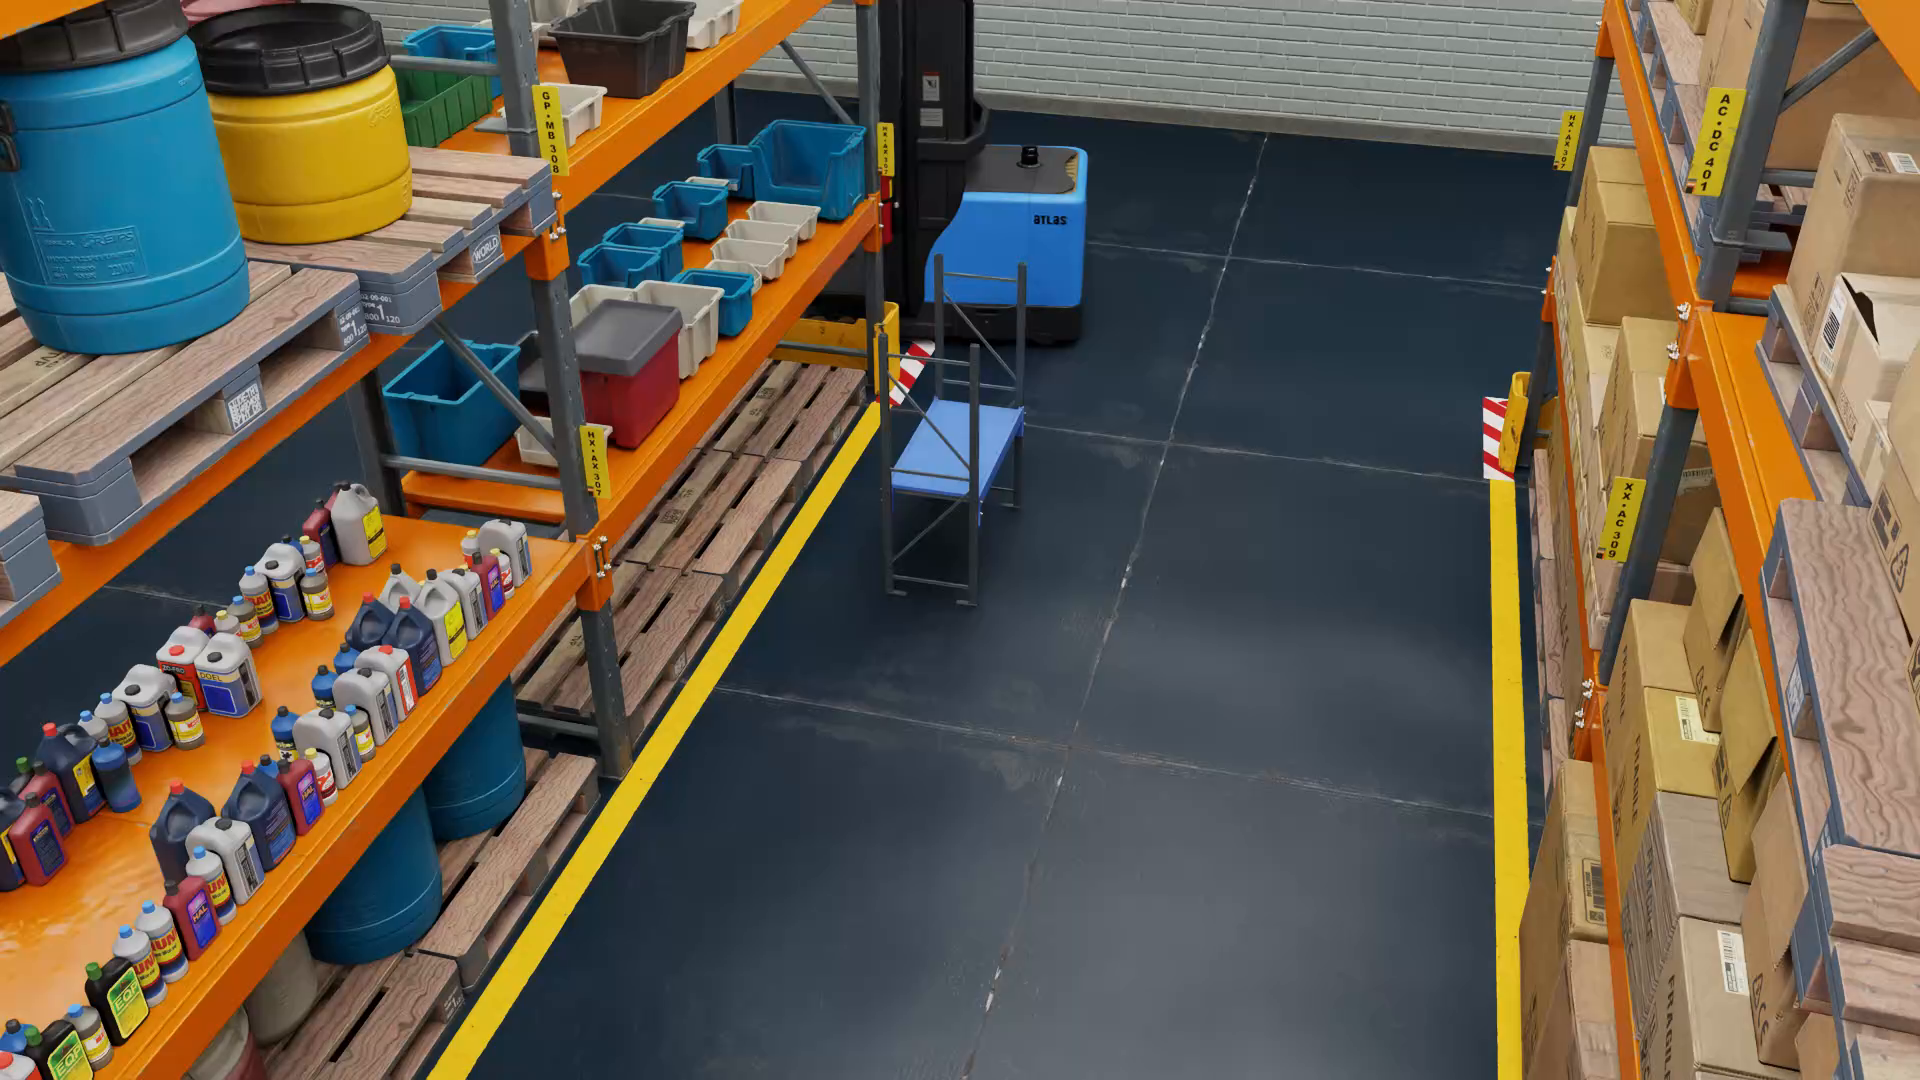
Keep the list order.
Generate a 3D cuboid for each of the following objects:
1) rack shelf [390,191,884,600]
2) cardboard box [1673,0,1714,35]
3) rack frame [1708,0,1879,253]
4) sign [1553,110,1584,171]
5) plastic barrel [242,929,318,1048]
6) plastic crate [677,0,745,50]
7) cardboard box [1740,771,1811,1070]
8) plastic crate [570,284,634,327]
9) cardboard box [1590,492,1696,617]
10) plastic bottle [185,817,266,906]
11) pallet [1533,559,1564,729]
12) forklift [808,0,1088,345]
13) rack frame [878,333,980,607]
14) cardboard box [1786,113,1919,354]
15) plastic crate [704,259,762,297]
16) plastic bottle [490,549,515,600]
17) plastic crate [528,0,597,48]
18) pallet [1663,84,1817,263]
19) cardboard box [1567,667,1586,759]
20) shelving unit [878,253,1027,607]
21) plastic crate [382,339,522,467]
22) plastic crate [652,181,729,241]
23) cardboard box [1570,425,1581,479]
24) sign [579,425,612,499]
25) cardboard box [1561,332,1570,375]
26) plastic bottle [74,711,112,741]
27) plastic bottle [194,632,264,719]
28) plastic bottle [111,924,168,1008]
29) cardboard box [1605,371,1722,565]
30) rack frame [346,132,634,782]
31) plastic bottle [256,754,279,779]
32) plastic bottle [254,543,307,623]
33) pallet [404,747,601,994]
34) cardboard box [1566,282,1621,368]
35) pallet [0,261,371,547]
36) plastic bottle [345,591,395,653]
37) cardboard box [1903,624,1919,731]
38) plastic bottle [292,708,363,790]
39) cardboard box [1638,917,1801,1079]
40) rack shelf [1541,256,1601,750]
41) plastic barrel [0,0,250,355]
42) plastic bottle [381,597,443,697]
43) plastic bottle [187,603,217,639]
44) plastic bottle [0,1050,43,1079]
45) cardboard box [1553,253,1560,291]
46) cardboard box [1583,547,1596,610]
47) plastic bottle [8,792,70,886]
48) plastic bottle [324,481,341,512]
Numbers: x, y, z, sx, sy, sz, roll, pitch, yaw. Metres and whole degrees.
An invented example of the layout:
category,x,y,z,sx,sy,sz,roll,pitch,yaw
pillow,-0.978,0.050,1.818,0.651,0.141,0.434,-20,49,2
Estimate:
category,x,y,z,sx,sy,sz,roll,pitch,yaw
rack shelf,-1.489,-1.004,8.704,1.077,0.370,4.000,8,33,12
cardboard box,3.386,-2.371,6.810,0.700,0.500,0.500,6,33,9
rack frame,2.794,-2.127,4.208,1.000,3.000,0.127,8,33,12
sign,3.274,-2.148,8.953,0.100,0.325,0.005,8,33,12
plastic barrel,-2.560,1.531,5.973,0.421,0.512,0.421,0,32,0
plastic crate,-1.266,-2.394,7.669,0.437,0.136,0.530,8,33,12
cardboard box,2.312,0.951,3.930,0.797,0.503,0.637,9,34,14
plastic crate,-1.845,-1.128,8.419,0.293,0.136,0.466,8,33,12
cardboard box,2.653,0.078,6.195,0.500,0.250,0.500,7,33,11
plastic bottle,-2.237,0.958,5.062,0.152,0.276,0.135,8,33,12
pallet,3.371,0.562,8.169,1.003,0.211,1.213,8,33,12
forklift,-0.646,-2.875,11.040,3.031,2.935,1.130,3,33,4
rack frame,-0.151,-0.325,8.363,0.500,1.500,0.032,8,33,12
cardboard box,2.657,-0.778,4.398,0.700,0.500,0.500,9,33,14
plastic crate,-1.205,-1.359,8.782,0.298,0.136,0.250,8,33,12
plastic bottle,-1.787,0.127,6.440,0.097,0.201,0.097,0,32,0
plastic crate,-1.842,-2.453,7.627,0.437,0.282,0.530,8,33,12
pallet,3.012,-1.247,5.702,1.003,0.211,1.213,8,33,12
cardboard box,3.039,0.793,6.796,0.875,0.875,0.875,8,33,12
shelving unit,-0.022,-0.589,8.778,0.538,1.500,1.048,8,33,12
plastic crate,-2.208,-0.577,7.321,0.392,0.384,0.575,8,33,12
plastic crate,-1.529,-1.875,9.504,0.416,0.233,0.300,8,33,12
cardboard box,2.881,-0.359,7.253,0.380,0.149,0.250,7,33,12
sign,-1.465,-0.311,6.685,0.100,0.325,0.005,8,33,12
cardboard box,3.141,-0.892,8.092,0.380,0.149,0.250,7,33,11
plastic bottle,-2.857,0.681,5.503,0.097,0.271,0.097,0,32,0
plastic bottle,-2.570,0.472,5.827,0.152,0.276,0.135,8,33,12
plastic bottle,-2.323,1.194,4.695,0.097,0.271,0.097,0,32,0
cardboard box,2.652,-0.249,6.009,0.500,0.500,0.500,9,34,14
rack frame,-1.996,-0.270,6.878,1.000,3.000,0.127,8,33,12
plastic bottle,-2.193,0.800,5.316,0.097,0.271,0.097,0,32,0
plastic bottle,-2.575,0.161,6.317,0.152,0.276,0.135,8,33,12
pallet,-2.232,1.302,7.005,1.003,0.211,1.213,8,33,12
cardboard box,3.170,-0.990,7.874,0.500,0.250,0.500,7,33,11
pallet,-2.386,-0.447,4.537,1.003,0.211,1.213,8,33,12
plastic bottle,-2.099,0.349,5.951,0.144,0.351,0.185,8,33,12
cardboard box,1.998,0.209,2.845,0.500,0.500,0.500,10,34,15
plastic bottle,-2.097,0.673,5.512,0.152,0.276,0.135,8,33,12
cardboard box,2.056,1.357,4.227,0.500,0.500,0.500,9,33,13
rack shelf,3.302,-0.330,7.643,1.077,0.370,4.000,8,33,12
plastic barrel,-2.282,-1.018,4.400,0.600,0.901,0.708,8,33,12
plastic bottle,-1.960,0.369,5.920,0.144,0.351,0.185,8,33,12
plastic bottle,-2.727,0.373,5.977,0.061,0.283,0.133,8,33,12
plastic bottle,-2.472,1.438,4.308,0.152,0.276,0.135,8,33,12
cardboard box,3.400,-1.426,8.931,0.380,0.149,0.250,8,33,13
cardboard box,2.620,0.174,6.415,0.380,0.149,0.250,9,33,13
plastic bottle,-2.845,0.918,5.119,0.061,0.283,0.133,8,33,12
plastic bottle,-2.502,-0.088,6.702,0.061,0.283,0.133,8,33,12
